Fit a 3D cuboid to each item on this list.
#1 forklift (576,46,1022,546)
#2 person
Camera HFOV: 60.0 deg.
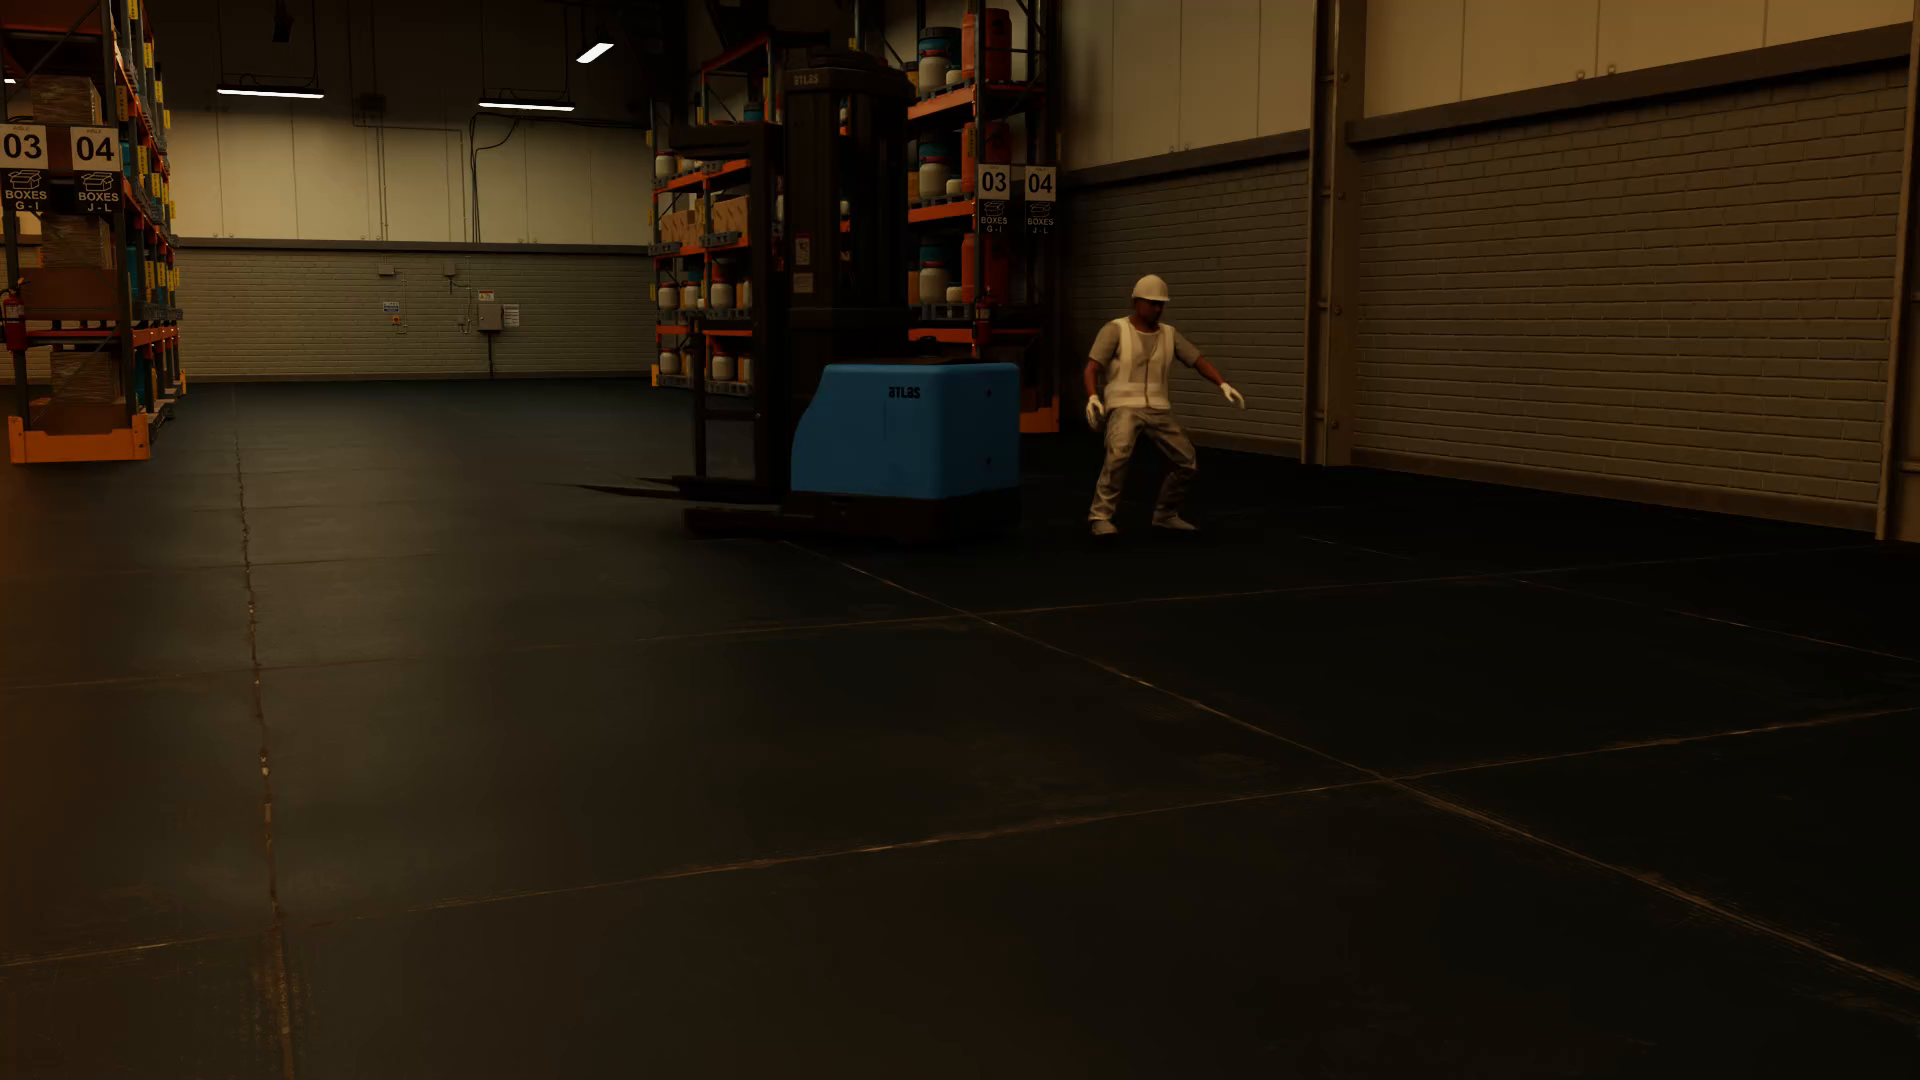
[{"bbox_3d":[-1.140,-1.535,10.581,3.031,2.935,1.130,5,9,31],"label":"forklift"},{"bbox_3d":[1.199,-0.817,10.306,1.025,1.634,0.830,-3,8,-19],"label":"person"}]
